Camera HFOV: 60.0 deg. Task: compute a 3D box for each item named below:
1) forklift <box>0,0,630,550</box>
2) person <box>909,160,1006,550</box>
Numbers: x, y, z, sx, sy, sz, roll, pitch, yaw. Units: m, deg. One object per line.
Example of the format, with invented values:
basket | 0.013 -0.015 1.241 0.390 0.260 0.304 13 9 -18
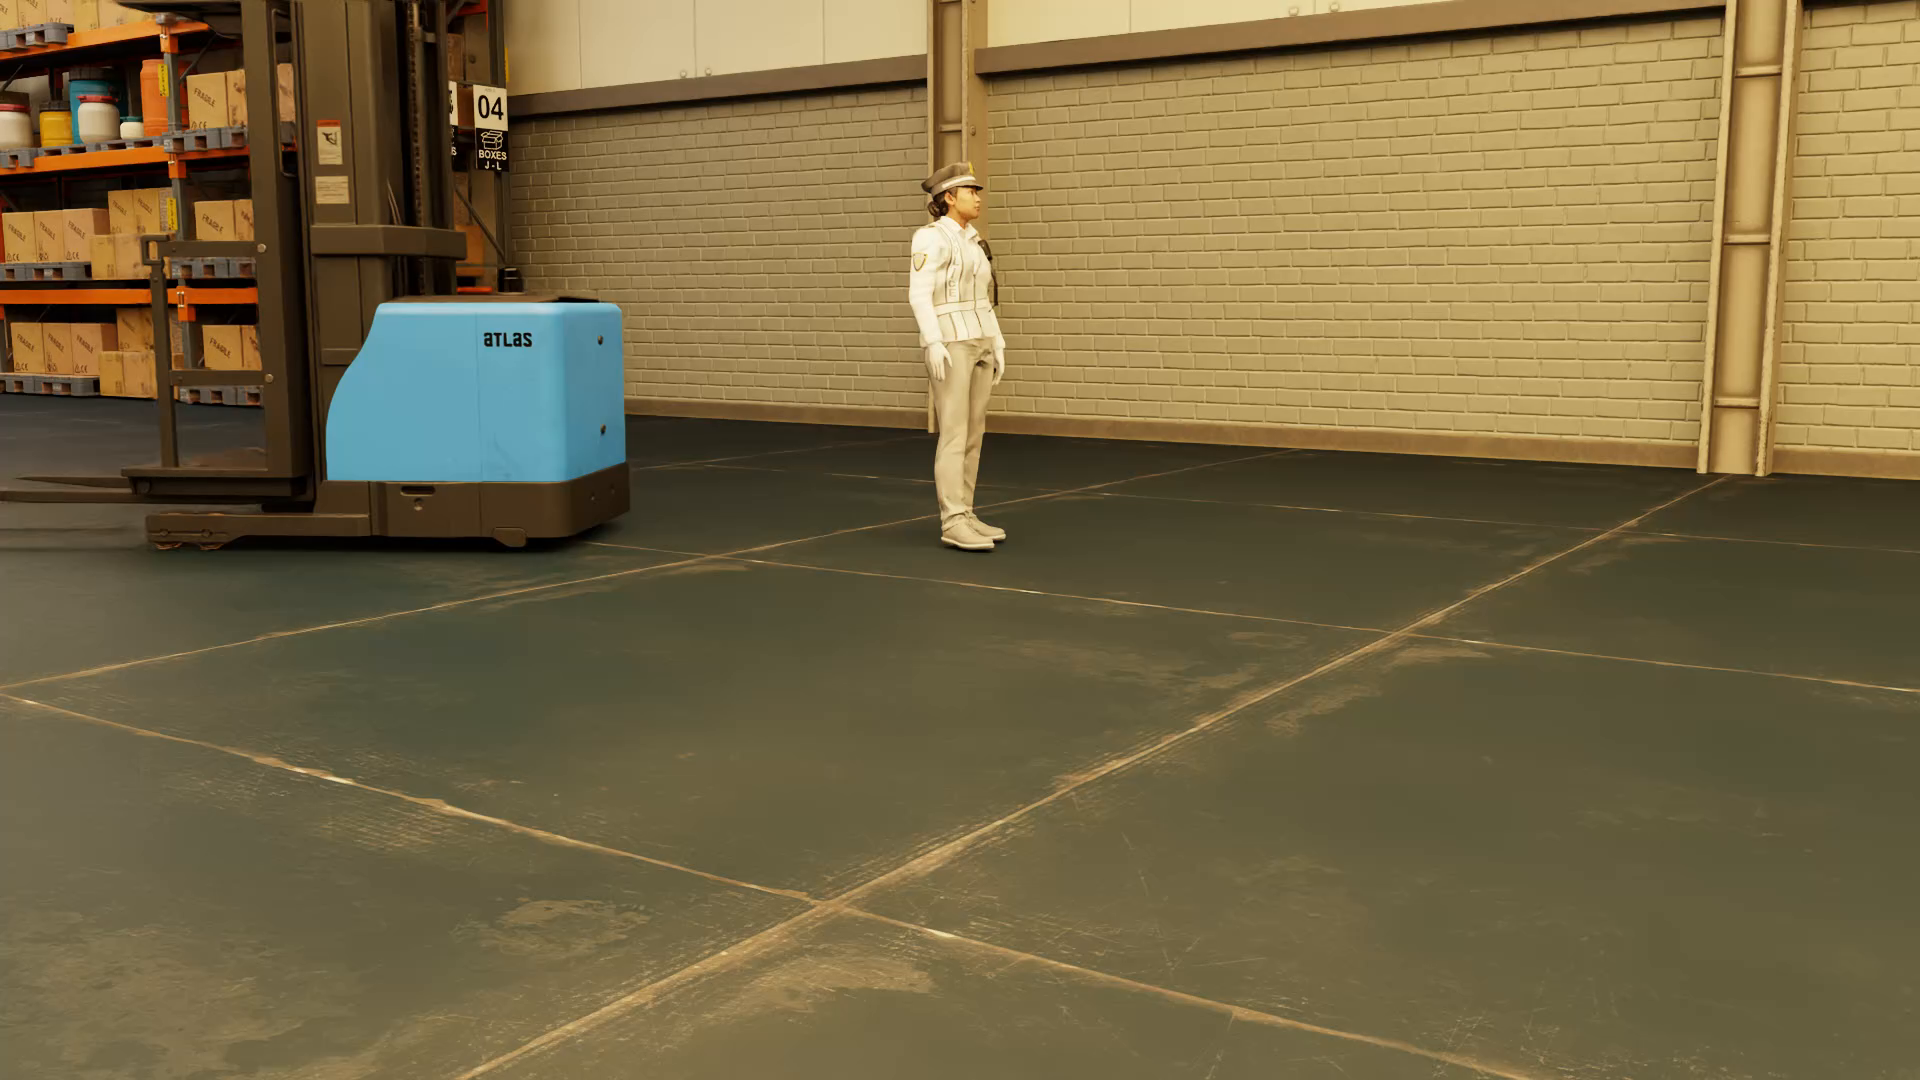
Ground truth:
forklift | -3.150 -1.479 7.594 3.031 2.935 1.130 1 8 5
person | 0.053 -0.840 7.440 0.531 1.695 0.588 5 10 34
